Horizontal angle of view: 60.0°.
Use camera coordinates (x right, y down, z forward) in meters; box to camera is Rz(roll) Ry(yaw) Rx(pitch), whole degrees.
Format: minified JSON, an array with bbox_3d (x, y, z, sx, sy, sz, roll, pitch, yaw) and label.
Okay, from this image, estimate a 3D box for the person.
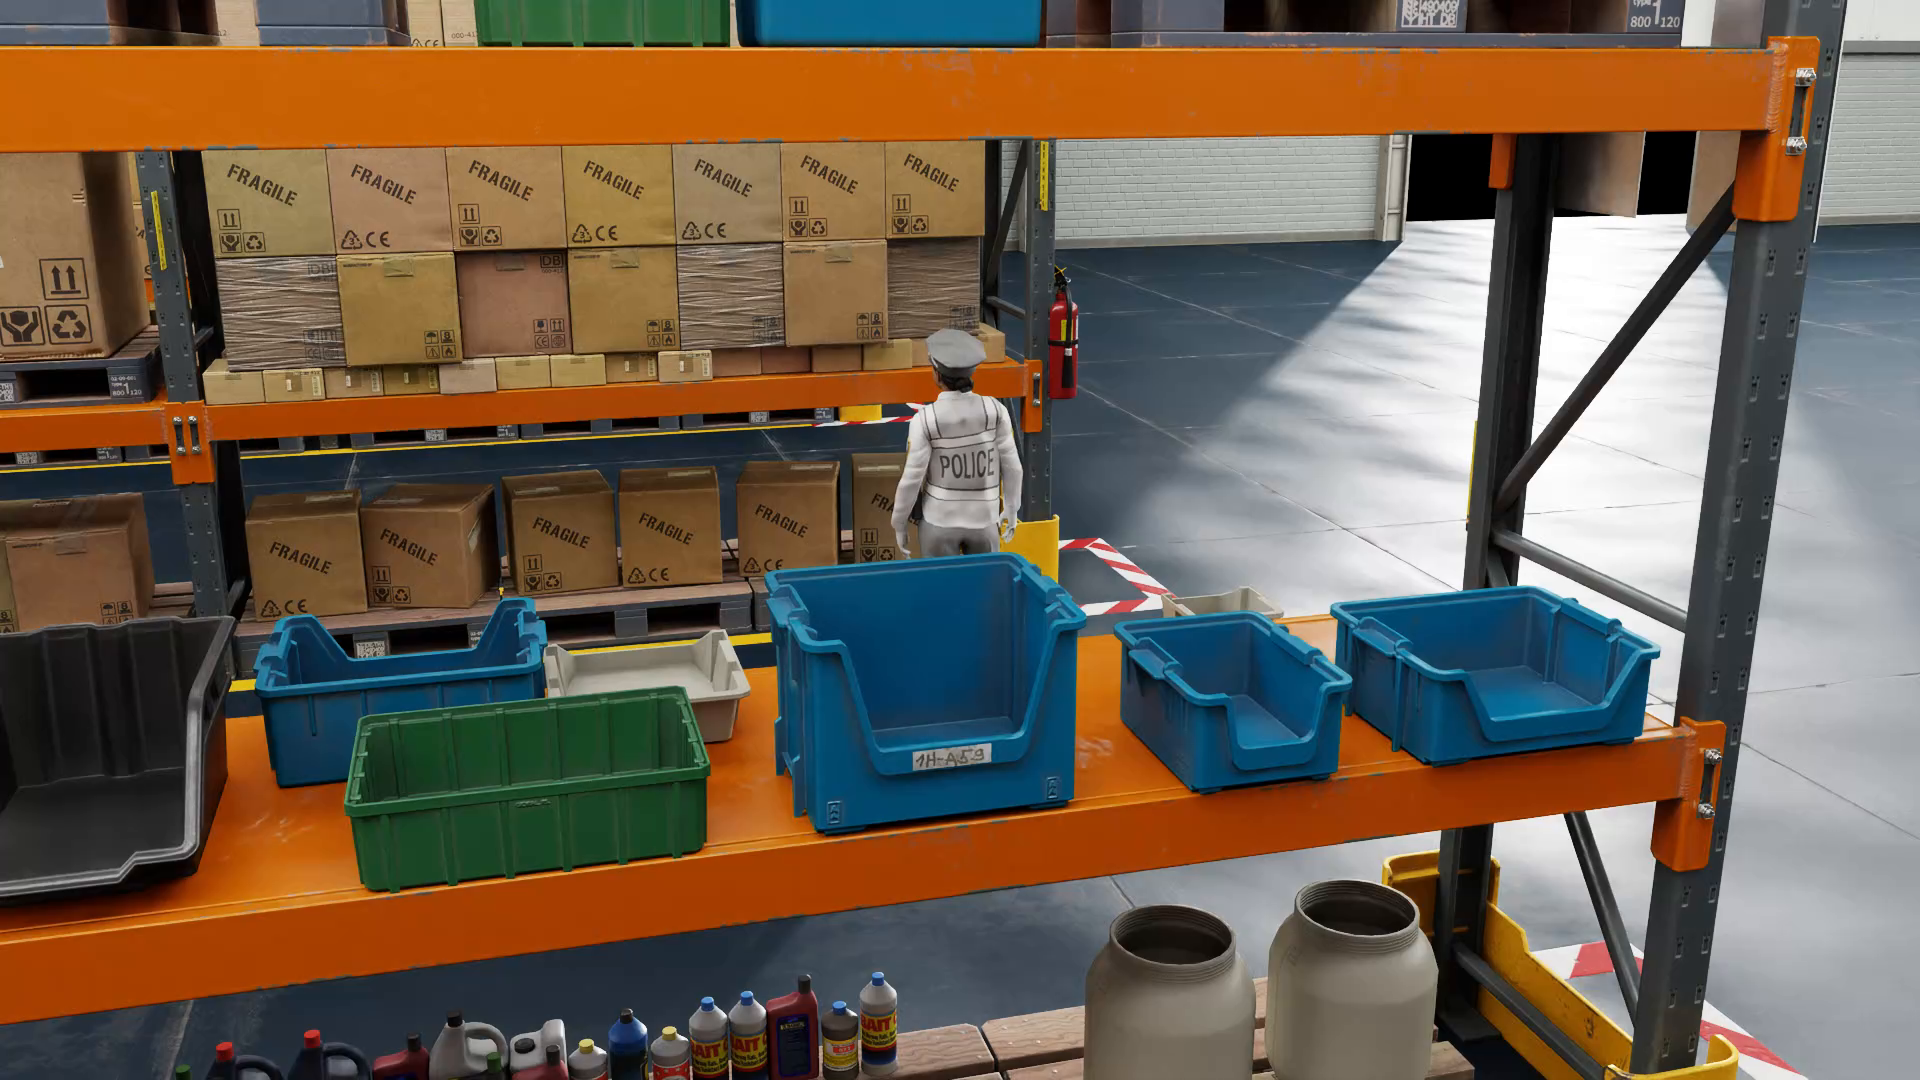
[{"bbox_3d":[-0.023,-0.089,7.246,0.587,1.694,0.529,-4,17,-15],"label":"person"}]
